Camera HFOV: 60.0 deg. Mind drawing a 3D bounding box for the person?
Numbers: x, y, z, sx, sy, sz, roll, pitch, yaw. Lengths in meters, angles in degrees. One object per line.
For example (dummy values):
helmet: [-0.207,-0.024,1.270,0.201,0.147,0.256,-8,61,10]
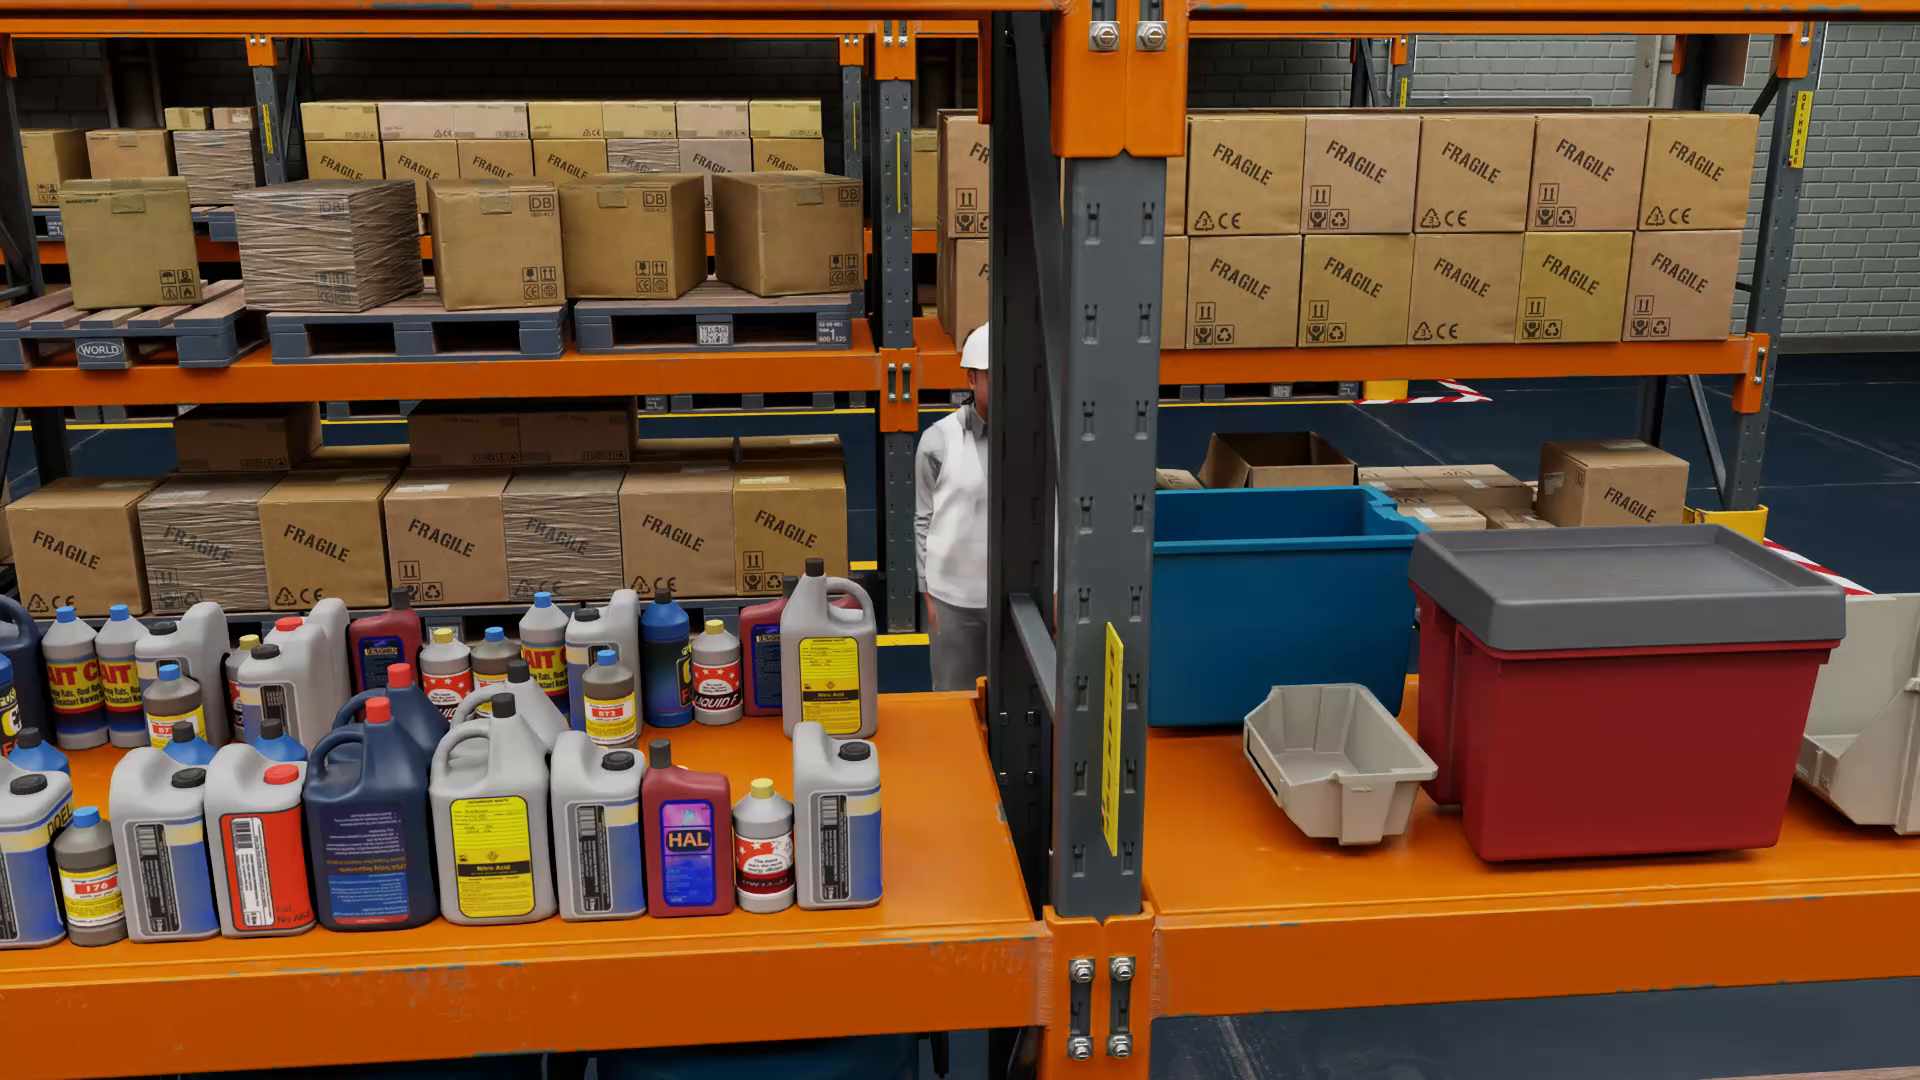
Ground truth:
person: [0.104,0.260,5.442,0.447,1.472,0.358,-1,17,-4]
